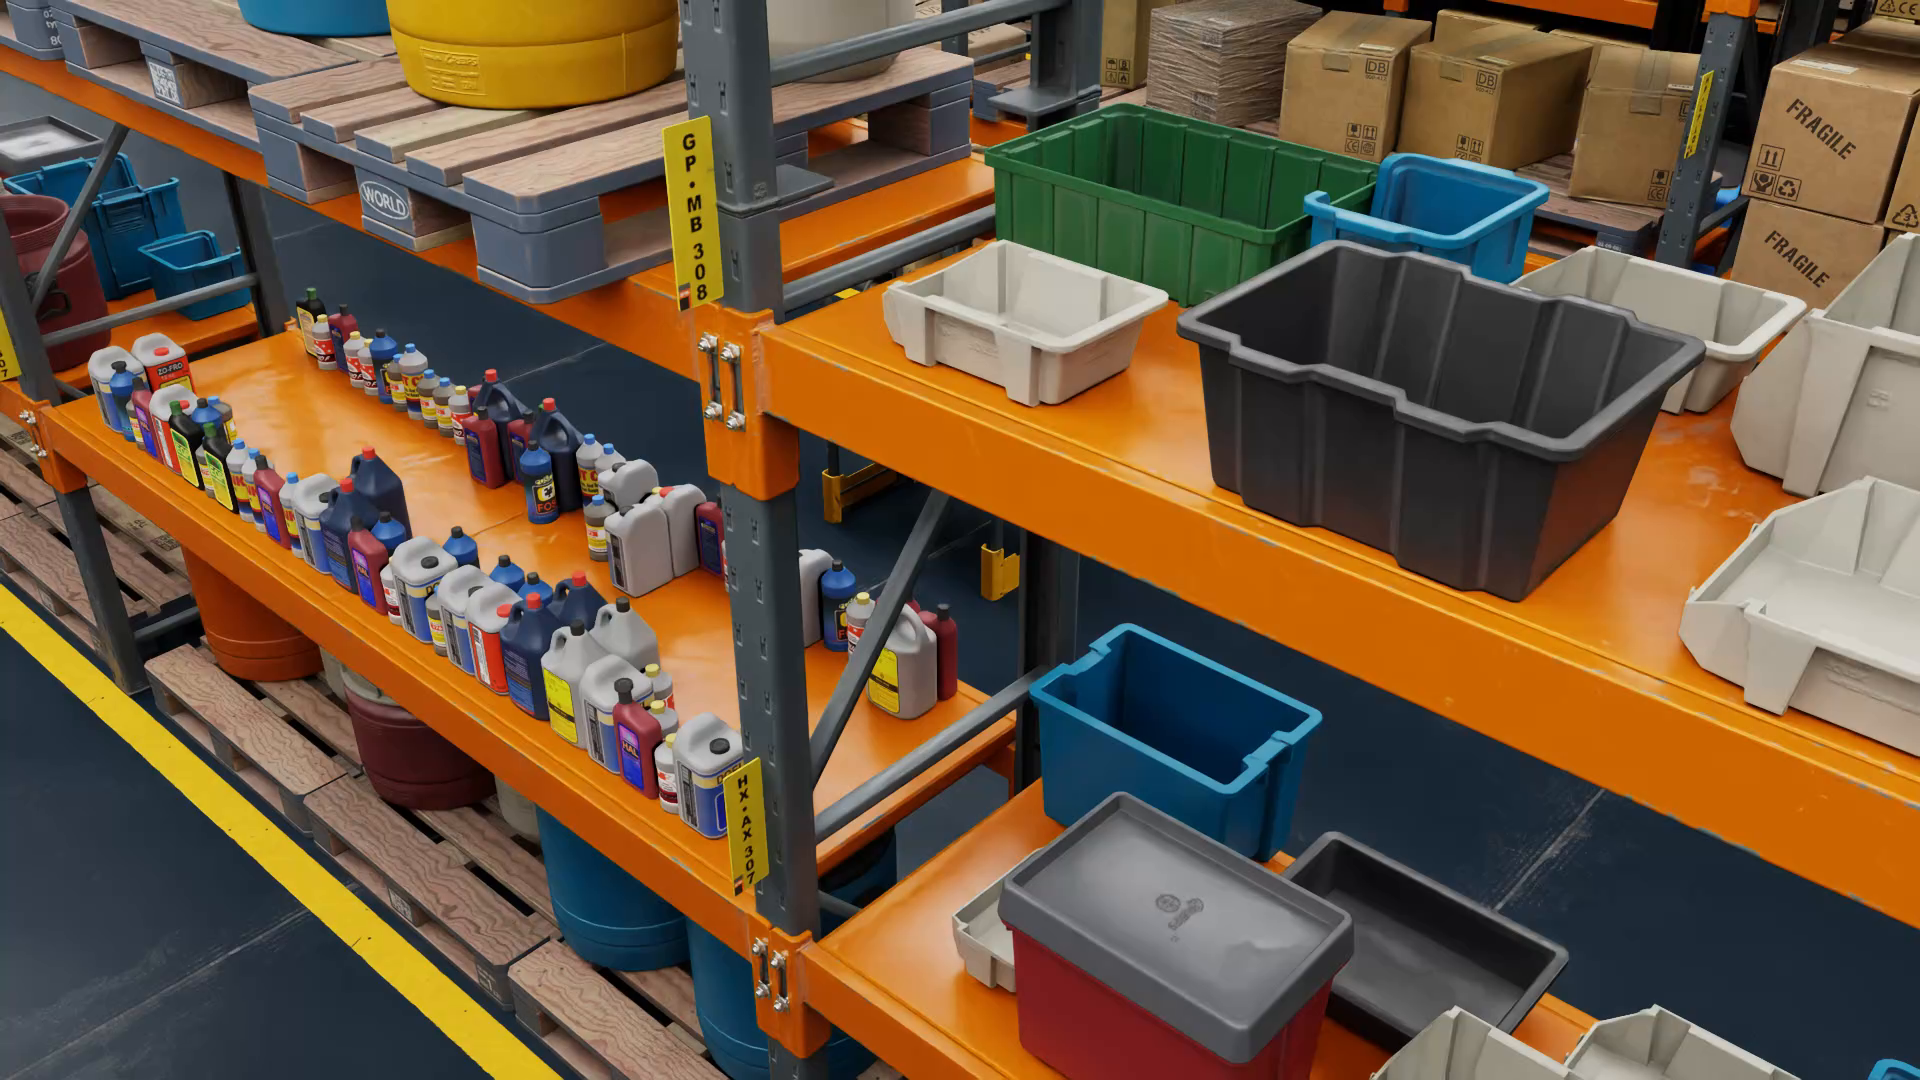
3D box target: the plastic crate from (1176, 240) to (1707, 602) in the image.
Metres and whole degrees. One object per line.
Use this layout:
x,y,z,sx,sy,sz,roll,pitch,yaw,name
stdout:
0.652,-0.170,2.343,0.590,0.269,0.497,25,39,35,plastic crate

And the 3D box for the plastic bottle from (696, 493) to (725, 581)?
-0.729,-0.024,4.994,0.133,0.283,0.061,25,39,35,plastic bottle

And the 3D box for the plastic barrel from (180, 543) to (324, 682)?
-2.676,0.052,6.452,0.708,0.830,0.600,25,39,35,plastic barrel

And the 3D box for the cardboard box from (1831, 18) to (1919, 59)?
3.790,-1.764,6.706,0.500,0.500,0.500,25,39,35,cardboard box

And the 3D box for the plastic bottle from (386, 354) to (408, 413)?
-2.003,-0.571,5.982,0.097,0.201,0.097,0,31,0,plastic bottle

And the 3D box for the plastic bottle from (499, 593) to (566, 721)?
-1.123,0.288,4.411,0.185,0.351,0.144,25,39,35,plastic bottle

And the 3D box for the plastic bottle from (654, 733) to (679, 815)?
-0.698,0.567,4.093,0.097,0.201,0.097,0,31,0,plastic bottle

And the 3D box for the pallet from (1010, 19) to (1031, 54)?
1.210,-4.570,15.136,1.213,0.211,1.003,25,39,35,pallet

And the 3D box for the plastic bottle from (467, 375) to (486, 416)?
-1.617,-0.438,5.682,0.133,0.283,0.061,25,39,35,plastic bottle

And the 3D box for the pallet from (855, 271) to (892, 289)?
-0.308,-1.859,10.633,1.213,0.211,1.003,25,39,35,pallet

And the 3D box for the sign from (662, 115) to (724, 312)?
-0.455,-0.555,2.847,0.005,0.325,0.100,25,39,35,sign

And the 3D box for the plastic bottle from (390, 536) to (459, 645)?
-1.510,0.136,4.735,0.135,0.276,0.152,25,39,35,plastic bottle

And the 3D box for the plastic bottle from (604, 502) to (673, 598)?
-0.961,0.009,4.947,0.135,0.276,0.152,25,39,35,plastic bottle

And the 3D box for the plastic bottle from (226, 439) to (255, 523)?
-2.266,-0.195,5.291,0.097,0.271,0.097,0,31,0,plastic bottle

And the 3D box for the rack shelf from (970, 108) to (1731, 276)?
1.759,-1.753,8.451,4.000,0.370,1.077,25,39,35,rack shelf

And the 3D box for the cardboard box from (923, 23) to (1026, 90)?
0.036,-2.858,9.675,0.500,0.311,0.500,-27,40,-37,cardboard box

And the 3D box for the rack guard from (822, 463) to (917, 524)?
-0.426,-0.306,8.016,0.087,0.250,0.587,25,39,35,rack guard

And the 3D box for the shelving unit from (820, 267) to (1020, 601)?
-0.057,-0.669,7.407,1.083,1.500,0.587,25,39,35,shelving unit

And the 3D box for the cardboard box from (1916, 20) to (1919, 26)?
6.122,-3.174,10.339,0.250,0.149,0.380,25,39,36,cardboard box

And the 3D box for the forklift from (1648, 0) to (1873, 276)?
4.685,-2.847,9.637,1.130,2.935,3.031,26,40,36,forklift

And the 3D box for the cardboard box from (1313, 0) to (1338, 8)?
2.725,-4.218,13.846,0.500,0.500,0.700,25,39,35,cardboard box

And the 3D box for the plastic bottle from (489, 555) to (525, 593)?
-1.269,0.165,4.693,0.097,0.271,0.097,0,31,0,plastic bottle

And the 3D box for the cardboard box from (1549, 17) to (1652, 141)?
4.700,-3.298,11.996,0.750,0.750,0.750,25,39,35,cardboard box

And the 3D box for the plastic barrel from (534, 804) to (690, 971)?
-1.002,0.803,5.135,0.708,0.901,0.600,25,39,35,plastic barrel

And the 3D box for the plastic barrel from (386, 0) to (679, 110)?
-0.898,-1.260,3.437,0.600,0.588,0.600,0,31,0,plastic barrel

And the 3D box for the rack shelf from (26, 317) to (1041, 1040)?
-1.568,0.140,5.307,4.000,0.370,1.077,25,39,35,rack shelf

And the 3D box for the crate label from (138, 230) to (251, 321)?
-3.111,-1.078,6.794,0.416,0.233,0.303,25,39,35,crate label

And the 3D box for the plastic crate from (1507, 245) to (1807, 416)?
1.114,-0.354,2.776,0.466,0.136,0.293,25,39,35,plastic crate

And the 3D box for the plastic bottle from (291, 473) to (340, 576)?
-1.918,-0.054,5.052,0.135,0.276,0.152,25,39,35,plastic bottle

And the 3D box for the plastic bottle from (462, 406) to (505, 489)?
-1.577,-0.319,5.485,0.133,0.283,0.061,25,39,35,plastic bottle

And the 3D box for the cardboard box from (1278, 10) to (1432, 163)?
1.890,-2.180,7.958,0.500,0.500,0.700,15,34,23,cardboard box

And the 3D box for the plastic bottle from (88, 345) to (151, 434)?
-2.947,-0.534,5.849,0.135,0.276,0.152,25,39,35,plastic bottle

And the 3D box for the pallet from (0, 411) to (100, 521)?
-4.499,-0.371,8.162,1.213,0.211,1.003,25,39,35,pallet

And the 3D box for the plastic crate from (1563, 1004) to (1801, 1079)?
1.408,1.099,3.214,0.466,0.136,0.293,25,39,35,plastic crate

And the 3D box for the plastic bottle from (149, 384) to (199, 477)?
-2.604,-0.374,5.583,0.135,0.276,0.152,25,39,35,plastic bottle

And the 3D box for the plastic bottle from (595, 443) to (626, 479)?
-1.098,-0.178,5.262,0.097,0.271,0.097,0,31,0,plastic bottle

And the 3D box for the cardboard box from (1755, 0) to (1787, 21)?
5.386,-3.538,10.943,0.250,0.149,0.380,25,39,35,cardboard box

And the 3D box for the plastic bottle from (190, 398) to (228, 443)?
-2.495,-0.345,5.539,0.097,0.271,0.097,0,31,0,plastic bottle

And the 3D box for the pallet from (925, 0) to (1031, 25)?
0.110,-5.058,15.946,1.213,0.211,1.003,25,39,35,pallet

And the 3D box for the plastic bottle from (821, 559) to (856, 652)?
-0.339,0.176,4.674,0.097,0.271,0.097,0,31,0,plastic bottle

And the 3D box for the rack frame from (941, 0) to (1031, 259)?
0.276,-2.753,9.415,0.127,3.000,1.000,25,39,35,rack frame

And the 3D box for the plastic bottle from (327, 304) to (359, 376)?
-2.293,-0.754,6.207,0.133,0.283,0.061,25,39,35,plastic bottle

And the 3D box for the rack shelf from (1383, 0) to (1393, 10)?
2.114,-5.033,13.899,4.000,0.370,1.077,25,39,35,rack shelf

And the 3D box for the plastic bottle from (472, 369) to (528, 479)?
-1.527,-0.396,5.547,0.185,0.351,0.144,25,39,35,plastic bottle
